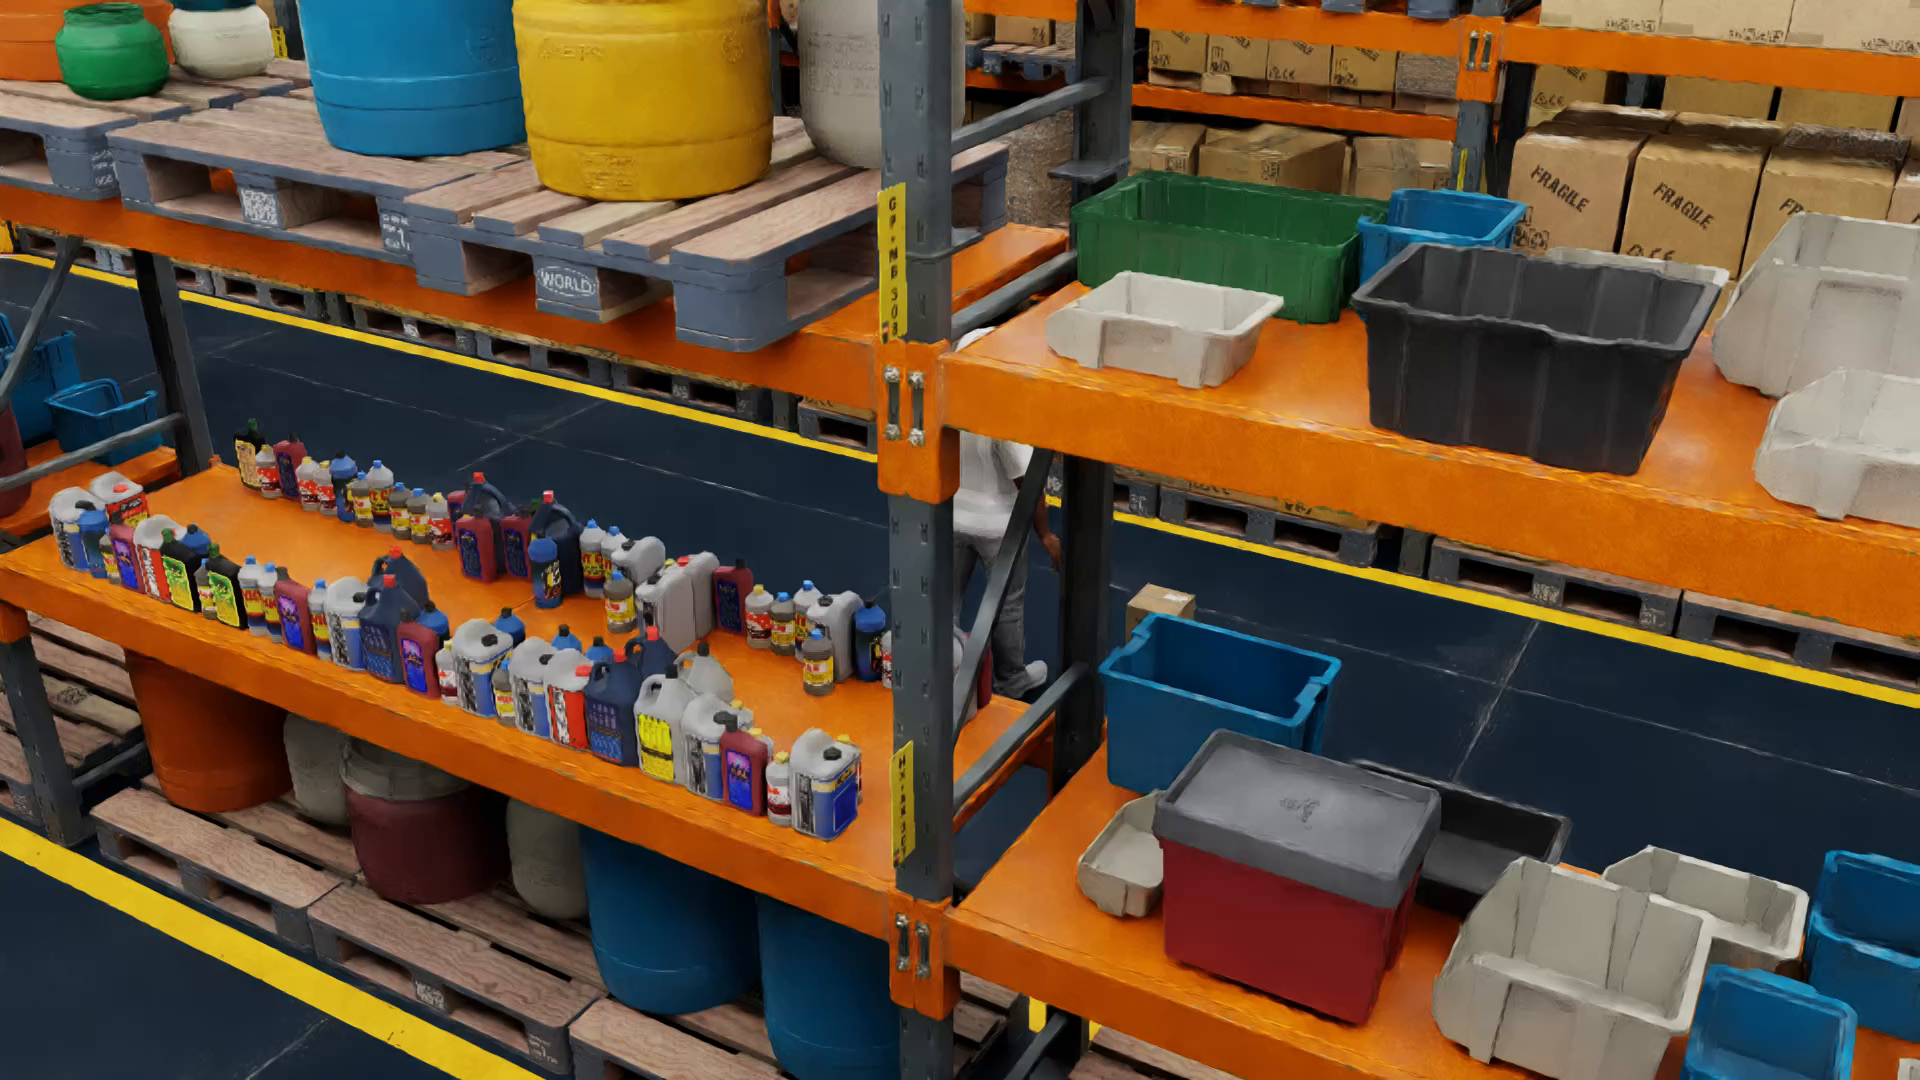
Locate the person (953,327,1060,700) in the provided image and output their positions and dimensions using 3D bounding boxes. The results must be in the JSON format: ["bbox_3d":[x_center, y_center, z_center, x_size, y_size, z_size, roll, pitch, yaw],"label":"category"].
[{"bbox_3d":[0.136,-0.084,7.231,0.738,1.768,0.582,17,31,30],"label":"person"}]
